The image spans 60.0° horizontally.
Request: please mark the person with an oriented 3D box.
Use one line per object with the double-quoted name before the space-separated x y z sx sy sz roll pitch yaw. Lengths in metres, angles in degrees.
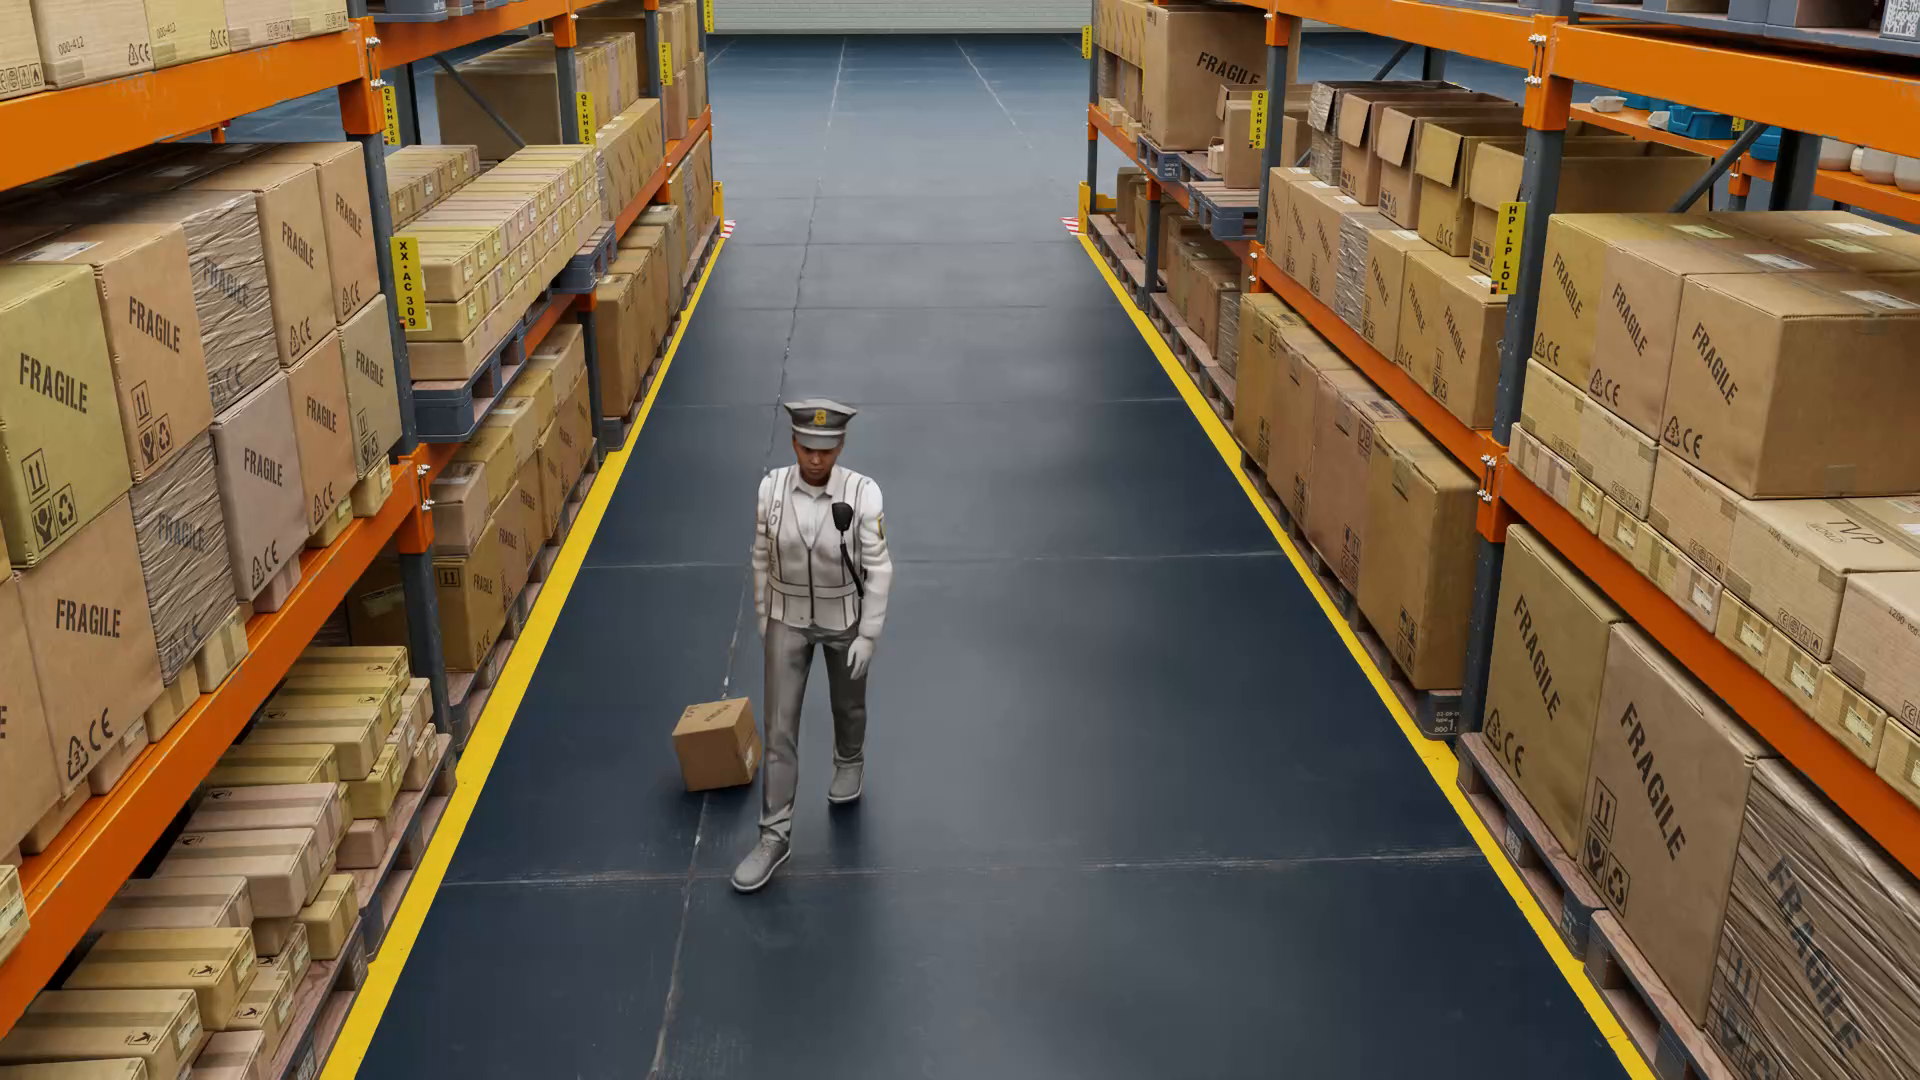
"person" -0.497 0.289 5.749 0.537 1.629 0.873 1 21 2
